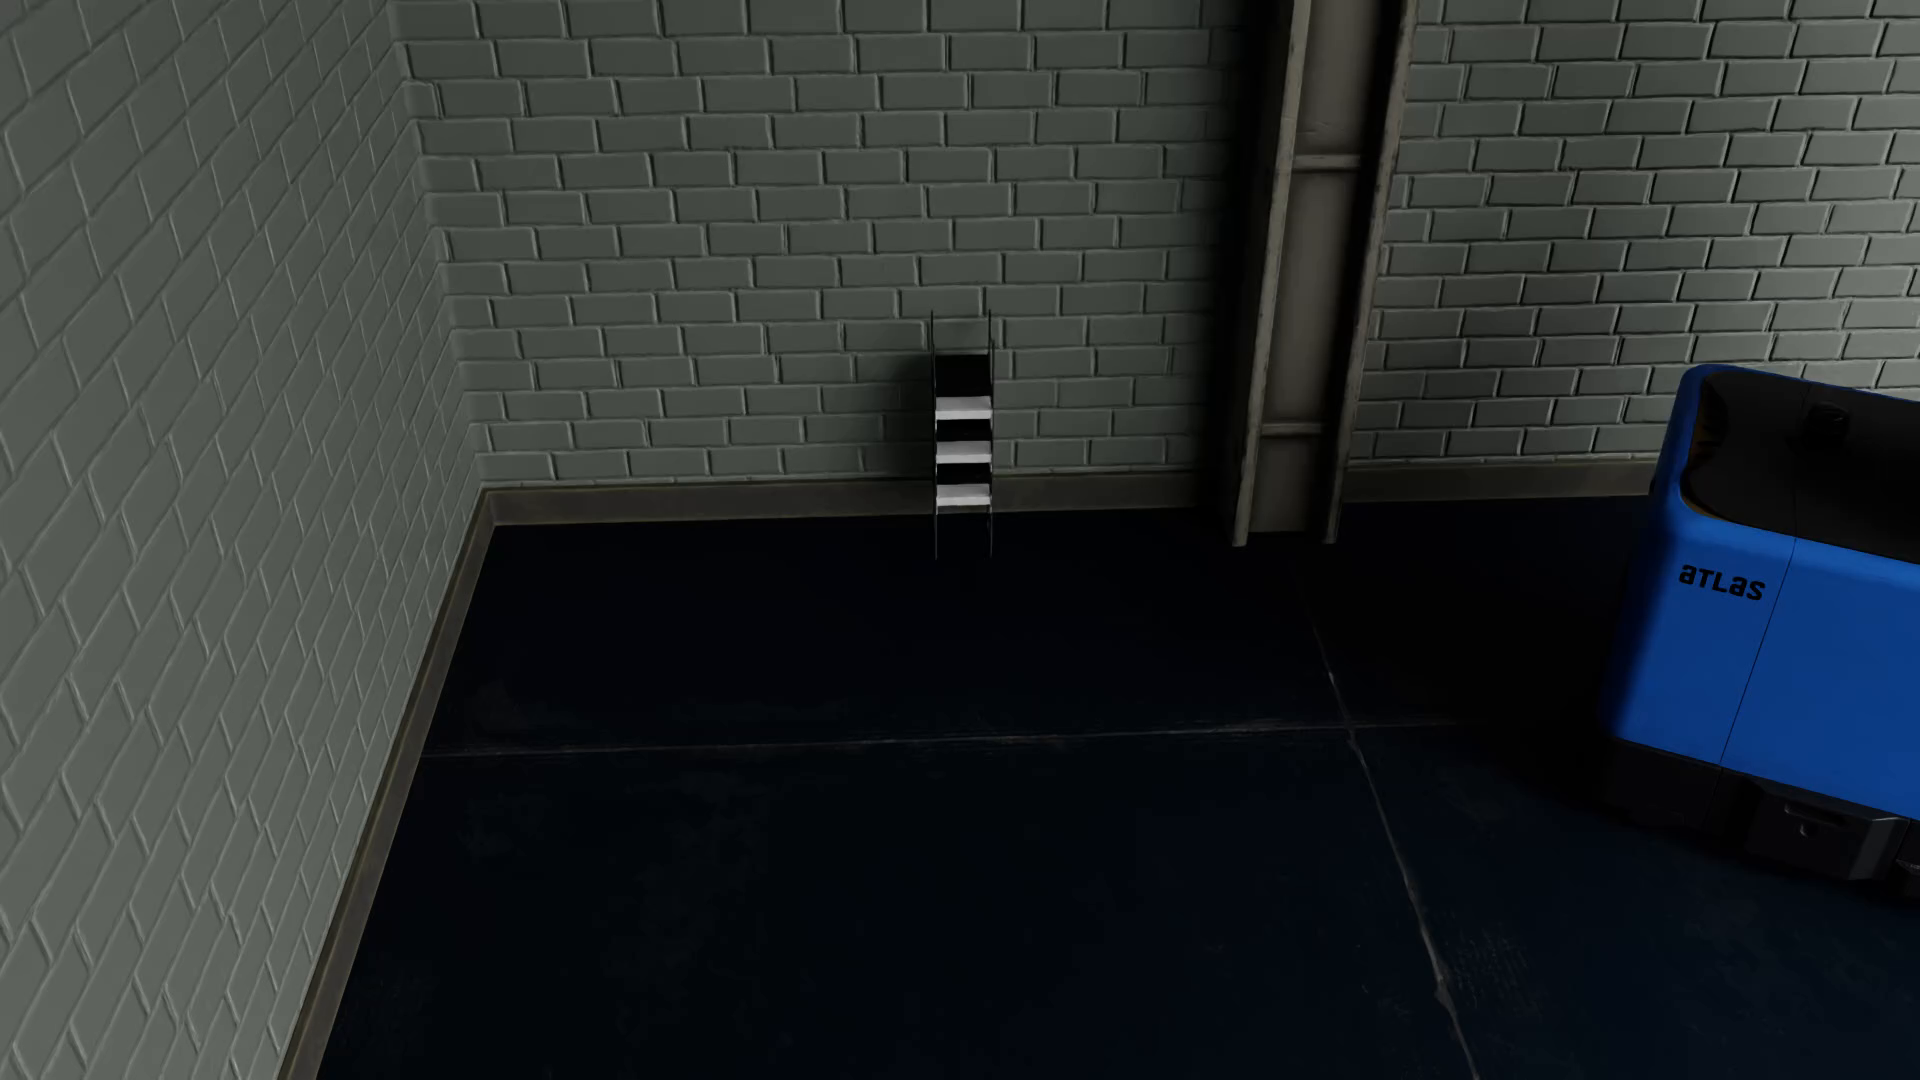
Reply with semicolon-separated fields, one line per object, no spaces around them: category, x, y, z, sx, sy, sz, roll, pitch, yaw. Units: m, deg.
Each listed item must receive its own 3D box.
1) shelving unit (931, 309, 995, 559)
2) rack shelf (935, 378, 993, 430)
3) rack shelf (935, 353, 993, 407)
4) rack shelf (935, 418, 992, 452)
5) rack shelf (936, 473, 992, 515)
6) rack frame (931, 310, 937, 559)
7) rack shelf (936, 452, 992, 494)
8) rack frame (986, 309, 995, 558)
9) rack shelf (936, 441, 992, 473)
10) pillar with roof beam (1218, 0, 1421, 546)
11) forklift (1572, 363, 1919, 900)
shelving unit;0.008;-0.370;5.994;0.210;0.900;0.258;-2;35;-2
rack shelf;0.008;-0.491;5.911;0.200;0.077;0.258;-2;35;-2
rack shelf;0.008;-0.565;5.860;0.200;0.077;0.258;-2;35;-2
rack shelf;0.008;-0.417;5.962;0.200;0.077;0.258;-2;35;-2
rack shelf;0.008;-0.195;6.116;0.200;0.077;0.258;-2;35;-2
rack frame;-0.093;-0.368;5.990;0.006;0.900;0.240;-2;35;-2
rack shelf;0.008;-0.269;6.064;0.200;0.077;0.258;-2;35;-2
rack frame;0.110;-0.373;5.998;0.006;0.900;0.240;-2;35;-2
rack shelf;0.008;-0.343;6.013;0.200;0.077;0.258;-2;35;-2
pillar with roof beam;1.408;-1.322;0.253;0.400;9.000;9.100;-2;35;-2
forklift;3.428;-0.287;4.089;3.031;2.935;1.130;15;37;20
